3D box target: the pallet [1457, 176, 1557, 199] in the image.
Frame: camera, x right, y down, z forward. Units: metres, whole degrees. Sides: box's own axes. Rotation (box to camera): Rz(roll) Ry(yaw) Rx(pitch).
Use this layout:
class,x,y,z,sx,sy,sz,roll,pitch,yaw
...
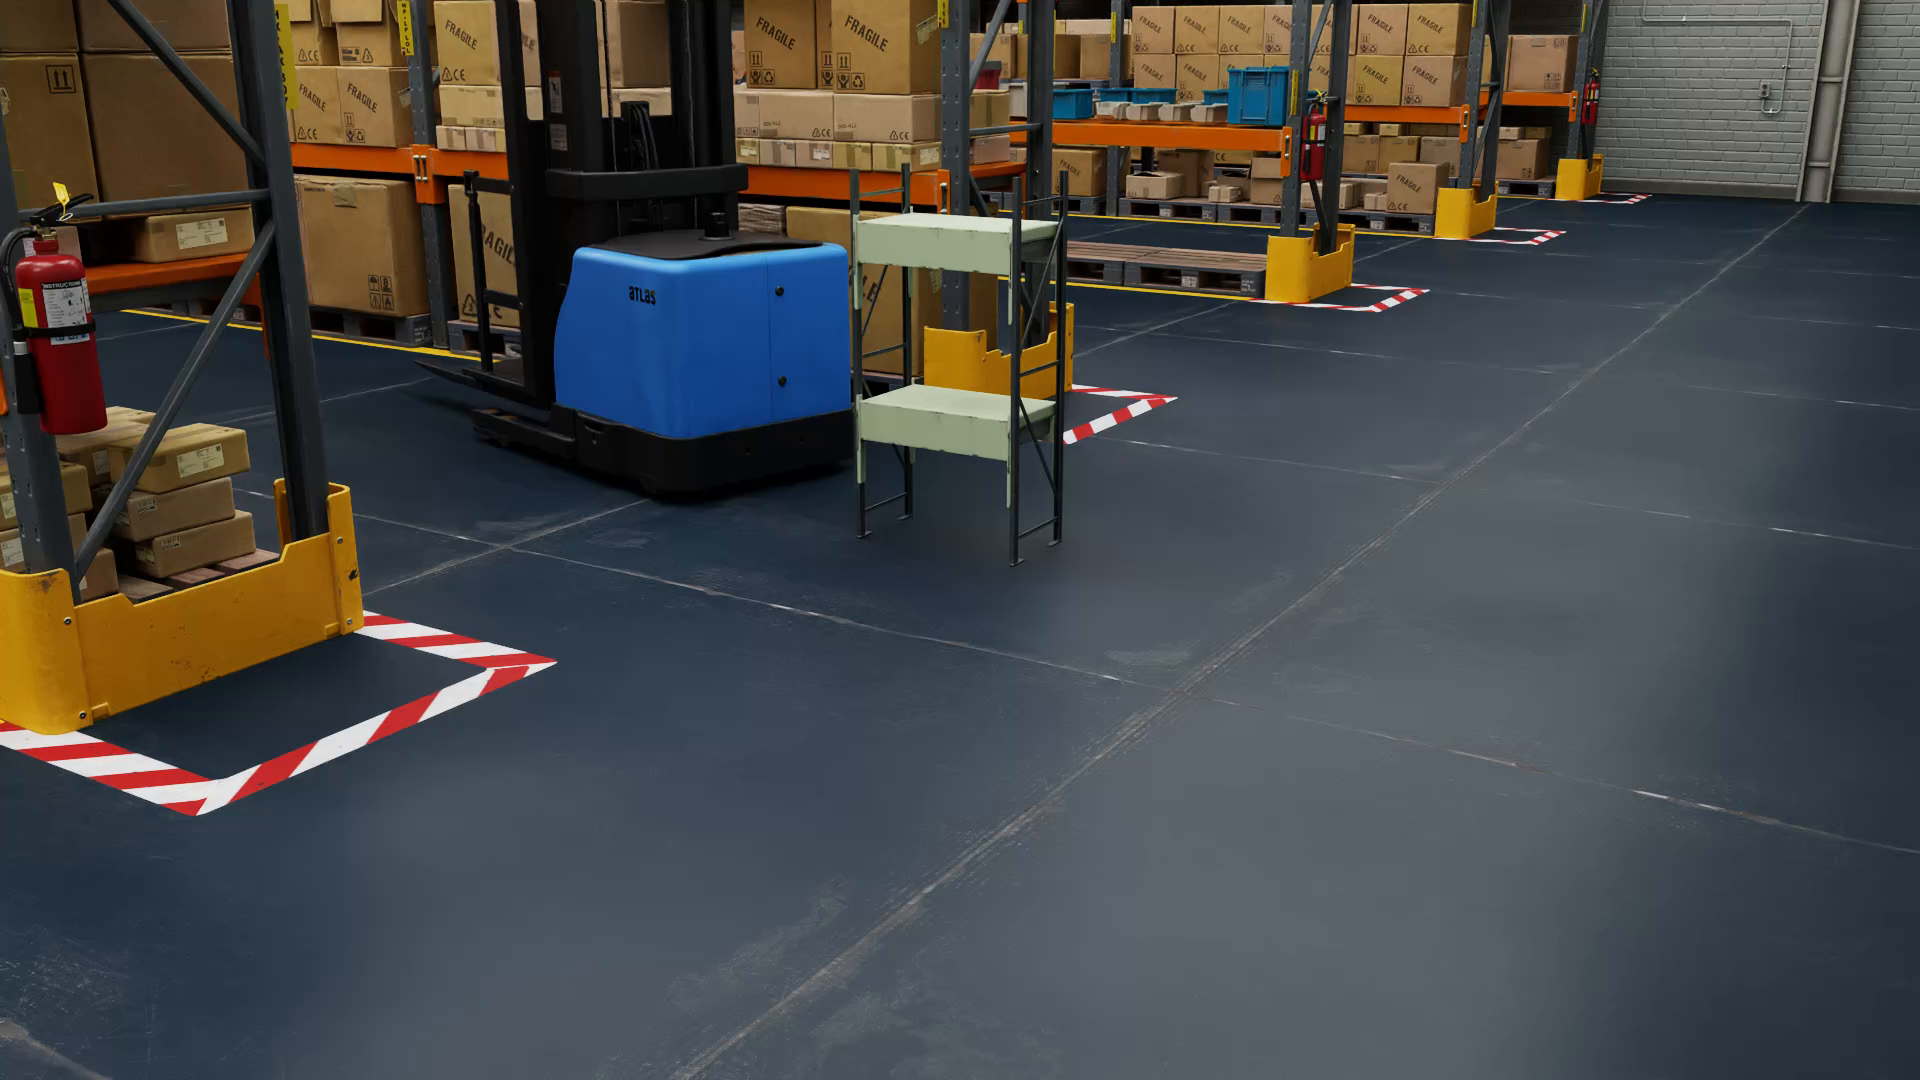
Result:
class,x,y,z,sx,sy,sz,roll,pitch,yaw
pallet,7.268,-4.666,21.878,1.213,0.211,1.003,10,20,30

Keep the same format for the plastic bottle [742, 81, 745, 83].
class,x,y,z,sx,sy,sz,roll,pitch,yaw
plastic bottle,-2.111,-4.350,16.263,0.097,0.271,0.097,0,17,0

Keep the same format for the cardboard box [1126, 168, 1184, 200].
class,x,y,z,sx,sy,sz,roll,pitch,yaw
cardboard box,2.237,-4.085,19.039,0.500,0.311,0.500,10,20,30

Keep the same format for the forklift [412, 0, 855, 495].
class,x,y,z,sx,sy,sz,roll,pitch,yaw
forklift,-1.863,-1.959,8.288,1.130,2.935,3.031,-15,22,-40

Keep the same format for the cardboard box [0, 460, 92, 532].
class,x,y,z,sx,sy,sz,roll,pitch,yaw
cardboard box,-3.052,-0.144,5.352,0.250,0.149,0.380,10,20,31

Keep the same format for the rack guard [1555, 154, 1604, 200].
class,x,y,z,sx,sy,sz,roll,pitch,yaw
rack guard,8.010,-4.698,21.487,0.348,0.500,1.175,10,20,30

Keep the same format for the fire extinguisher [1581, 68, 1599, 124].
class,x,y,z,sx,sy,sz,roll,pitch,yaw
fire extinguisher,7.877,-5.545,20.750,0.183,0.674,0.296,10,20,30

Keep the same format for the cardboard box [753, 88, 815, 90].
class,x,y,z,sx,sy,sz,roll,pitch,yaw
cardboard box,-0.927,-2.583,9.969,0.500,0.250,0.500,9,19,28

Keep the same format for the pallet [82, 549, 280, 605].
class,x,y,z,sx,sy,sz,roll,pitch,yaw
pallet,-3.207,0.186,5.906,1.213,0.211,1.003,10,20,30

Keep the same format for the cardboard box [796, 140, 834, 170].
class,x,y,z,sx,sy,sz,roll,pitch,yaw
cardboard box,-0.699,-2.148,9.223,0.250,0.149,0.380,10,20,30

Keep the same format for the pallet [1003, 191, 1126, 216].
class,x,y,z,sx,sy,sz,roll,pitch,yaw
pallet,1.279,-4.059,19.880,1.213,0.211,1.003,10,20,30

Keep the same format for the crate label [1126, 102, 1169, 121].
class,x,y,z,sx,sy,sz,roll,pitch,yaw
crate label,1.526,-3.510,13.625,0.243,0.136,0.396,10,20,30

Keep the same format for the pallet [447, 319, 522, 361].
class,x,y,z,sx,sy,sz,roll,pitch,yaw
pallet,-2.588,-1.357,10.984,1.213,0.211,1.003,10,20,30

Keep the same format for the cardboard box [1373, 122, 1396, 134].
class,x,y,z,sx,sy,sz,roll,pitch,yaw
cardboard box,5.820,-5.634,22.730,0.250,0.149,0.380,9,19,28

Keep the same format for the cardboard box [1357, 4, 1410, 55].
class,x,y,z,sx,sy,sz,roll,pitch,yaw
cardboard box,4.447,-5.273,17.187,0.500,0.500,0.500,11,20,32

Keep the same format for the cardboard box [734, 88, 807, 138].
class,x,y,z,sx,sy,sz,roll,pitch,yaw
cardboard box,-1.204,-2.451,9.534,0.500,0.250,0.500,9,19,28

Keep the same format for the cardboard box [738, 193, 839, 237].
class,x,y,z,sx,sy,sz,roll,pitch,yaw
cardboard box,-1.149,-1.618,9.979,0.875,0.875,0.875,10,20,30

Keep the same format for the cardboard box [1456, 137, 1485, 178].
class,x,y,z,sx,sy,sz,roll,pitch,yaw
cardboard box,6.915,-5.060,21.958,0.500,0.500,0.700,10,20,30

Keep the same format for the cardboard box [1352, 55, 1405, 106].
class,x,y,z,sx,sy,sz,roll,pitch,yaw
cardboard box,4.433,-4.797,17.340,0.500,0.500,0.500,10,20,31

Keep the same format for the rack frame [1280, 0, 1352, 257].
class,x,y,z,sx,sy,sz,roll,pitch,yaw
rack frame,2.805,-3.444,13.059,0.127,3.000,1.000,10,20,30

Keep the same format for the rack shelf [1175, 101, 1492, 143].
class,x,y,z,sx,sy,sz,roll,pitch,yaw
rack shelf,3.696,-4.630,18.201,4.000,0.370,1.077,10,20,30

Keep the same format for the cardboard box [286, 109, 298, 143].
class,x,y,z,sx,sy,sz,roll,pitch,yaw
cardboard box,-4.604,-3.032,11.530,0.500,0.500,0.500,10,19,29

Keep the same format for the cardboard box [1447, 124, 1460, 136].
class,x,y,z,sx,sy,sz,roll,pitch,yaw
cardboard box,6.690,-5.479,22.219,0.250,0.149,0.380,10,20,31

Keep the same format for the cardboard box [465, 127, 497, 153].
class,x,y,z,sx,sy,sz,roll,pitch,yaw
cardboard box,-2.894,-2.538,10.509,0.250,0.149,0.380,9,19,28

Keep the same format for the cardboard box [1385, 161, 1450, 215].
class,x,y,z,sx,sy,sz,roll,pitch,yaw
cardboard box,4.808,-3.706,17.466,0.500,0.500,0.500,10,20,30

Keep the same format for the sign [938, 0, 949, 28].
class,x,y,z,sx,sy,sz,roll,pitch,yaw
sign,-0.083,-2.753,8.382,0.005,0.325,0.100,10,20,30

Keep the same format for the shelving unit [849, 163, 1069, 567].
class,x,y,z,sx,sy,sz,roll,pitch,yaw
shelving unit,-0.006,-0.719,6.667,0.755,1.500,0.431,10,20,30

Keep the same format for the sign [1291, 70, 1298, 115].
class,x,y,z,sx,sy,sz,roll,pitch,yaw
sign,2.531,-3.383,12.578,0.005,0.325,0.100,10,20,30

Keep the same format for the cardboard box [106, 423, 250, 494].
class,x,y,z,sx,sy,sz,roll,pitch,yaw
cardboard box,-2.737,-0.290,5.833,0.250,0.149,0.380,9,19,28

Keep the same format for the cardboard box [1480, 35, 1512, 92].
class,x,y,z,sx,sy,sz,roll,pitch,yaw
cardboard box,6.924,-6.224,21.695,0.700,0.700,0.980,10,20,30

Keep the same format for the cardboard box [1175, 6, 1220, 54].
class,x,y,z,sx,sy,sz,roll,pitch,yaw
cardboard box,2.686,-5.585,18.215,0.500,0.500,0.500,9,19,28

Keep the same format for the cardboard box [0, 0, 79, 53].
class,x,y,z,sx,sy,sz,roll,pitch,yaw
cardboard box,-2.989,-1.681,4.850,0.500,0.500,0.500,10,19,29

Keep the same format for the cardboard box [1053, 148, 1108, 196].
class,x,y,z,sx,sy,sz,roll,pitch,yaw
cardboard box,1.422,-4.297,19.411,0.500,0.500,0.500,10,20,30

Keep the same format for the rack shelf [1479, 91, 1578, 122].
class,x,y,z,sx,sy,sz,roll,pitch,yaw
rack shelf,6.286,-5.858,22.242,4.000,0.370,1.077,10,20,30

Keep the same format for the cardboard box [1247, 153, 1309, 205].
class,x,y,z,sx,sy,sz,roll,pitch,yaw
cardboard box,3.596,-4.010,18.461,0.637,0.503,0.797,10,20,30

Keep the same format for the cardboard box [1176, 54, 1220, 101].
class,x,y,z,sx,sy,sz,roll,pitch,yaw
cardboard box,2.722,-5.105,18.353,0.500,0.500,0.500,11,20,31

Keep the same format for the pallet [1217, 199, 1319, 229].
class,x,y,z,sx,sy,sz,roll,pitch,yaw
pallet,3.621,-3.654,18.549,1.213,0.211,1.003,10,20,30

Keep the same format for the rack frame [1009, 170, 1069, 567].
class,x,y,z,sx,sy,sz,roll,pitch,yaw
rack frame,0.306,-0.663,6.483,0.023,1.500,0.400,10,20,30

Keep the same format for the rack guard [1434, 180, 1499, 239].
class,x,y,z,sx,sy,sz,roll,pitch,yaw
rack guard,5.336,-3.486,17.497,0.348,0.500,1.175,10,20,30

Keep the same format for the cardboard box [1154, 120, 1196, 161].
class,x,y,z,sx,sy,sz,roll,pitch,yaw
cardboard box,3.201,-5.880,24.053,0.750,0.750,0.750,11,20,32

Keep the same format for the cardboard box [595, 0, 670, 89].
class,x,y,z,sx,sy,sz,roll,pitch,yaw
cardboard box,-2.060,-2.964,9.935,0.500,0.500,0.500,9,19,28

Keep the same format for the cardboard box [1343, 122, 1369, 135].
class,x,y,z,sx,sy,sz,roll,pitch,yaw
cardboard box,5.361,-5.585,22.569,0.250,0.149,0.380,11,20,32

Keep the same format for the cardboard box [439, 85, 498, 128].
class,x,y,z,sx,sy,sz,roll,pitch,yaw
cardboard box,-2.932,-2.760,10.553,0.500,0.250,0.500,10,19,29

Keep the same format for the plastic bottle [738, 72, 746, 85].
class,x,y,z,sx,sy,sz,roll,pitch,yaw
plastic bottle,-2.085,-4.425,16.372,0.185,0.351,0.144,10,20,30

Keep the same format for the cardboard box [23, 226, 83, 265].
class,x,y,z,sx,sy,sz,roll,pitch,yaw
cardboard box,-2.894,-0.864,4.996,0.250,0.149,0.380,10,20,30

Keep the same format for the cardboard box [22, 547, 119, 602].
class,x,y,z,sx,sy,sz,roll,pitch,yaw
cardboard box,-3.026,0.130,5.474,0.250,0.149,0.380,11,20,31

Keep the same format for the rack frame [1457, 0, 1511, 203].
class,x,y,z,sx,sy,sz,roll,pitch,yaw
rack frame,5.401,-4.670,17.095,0.127,3.000,1.000,10,20,30

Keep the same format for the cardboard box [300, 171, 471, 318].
class,x,y,z,sx,sy,sz,roll,pitch,yaw
cardboard box,-3.751,-2.103,11.575,0.875,0.875,1.225,10,20,30

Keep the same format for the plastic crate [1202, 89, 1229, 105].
class,x,y,z,sx,sy,sz,roll,pitch,yaw
plastic crate,2.206,-3.612,13.796,0.300,0.233,0.416,10,20,30

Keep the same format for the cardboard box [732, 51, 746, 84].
class,x,y,z,sx,sy,sz,roll,pitch,yaw
cardboard box,-2.855,-6.186,21.914,0.500,0.500,0.500,9,19,27

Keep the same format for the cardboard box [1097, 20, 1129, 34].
class,x,y,z,sx,sy,sz,roll,pitch,yaw
cardboard box,2.311,-7.384,24.019,0.500,0.250,0.500,10,20,30

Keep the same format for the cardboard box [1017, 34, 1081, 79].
class,x,y,z,sx,sy,sz,roll,pitch,yaw
cardboard box,1.086,-5.744,19.735,0.500,0.500,0.700,14,22,39

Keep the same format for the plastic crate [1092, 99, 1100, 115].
class,x,y,z,sx,sy,sz,roll,pitch,yaw
plastic crate,1.038,-3.765,14.464,0.466,0.136,0.293,10,20,30

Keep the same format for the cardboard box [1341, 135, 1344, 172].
class,x,y,z,sx,sy,sz,roll,pitch,yaw
cardboard box,5.165,-5.372,22.983,0.500,0.500,0.700,10,20,31
